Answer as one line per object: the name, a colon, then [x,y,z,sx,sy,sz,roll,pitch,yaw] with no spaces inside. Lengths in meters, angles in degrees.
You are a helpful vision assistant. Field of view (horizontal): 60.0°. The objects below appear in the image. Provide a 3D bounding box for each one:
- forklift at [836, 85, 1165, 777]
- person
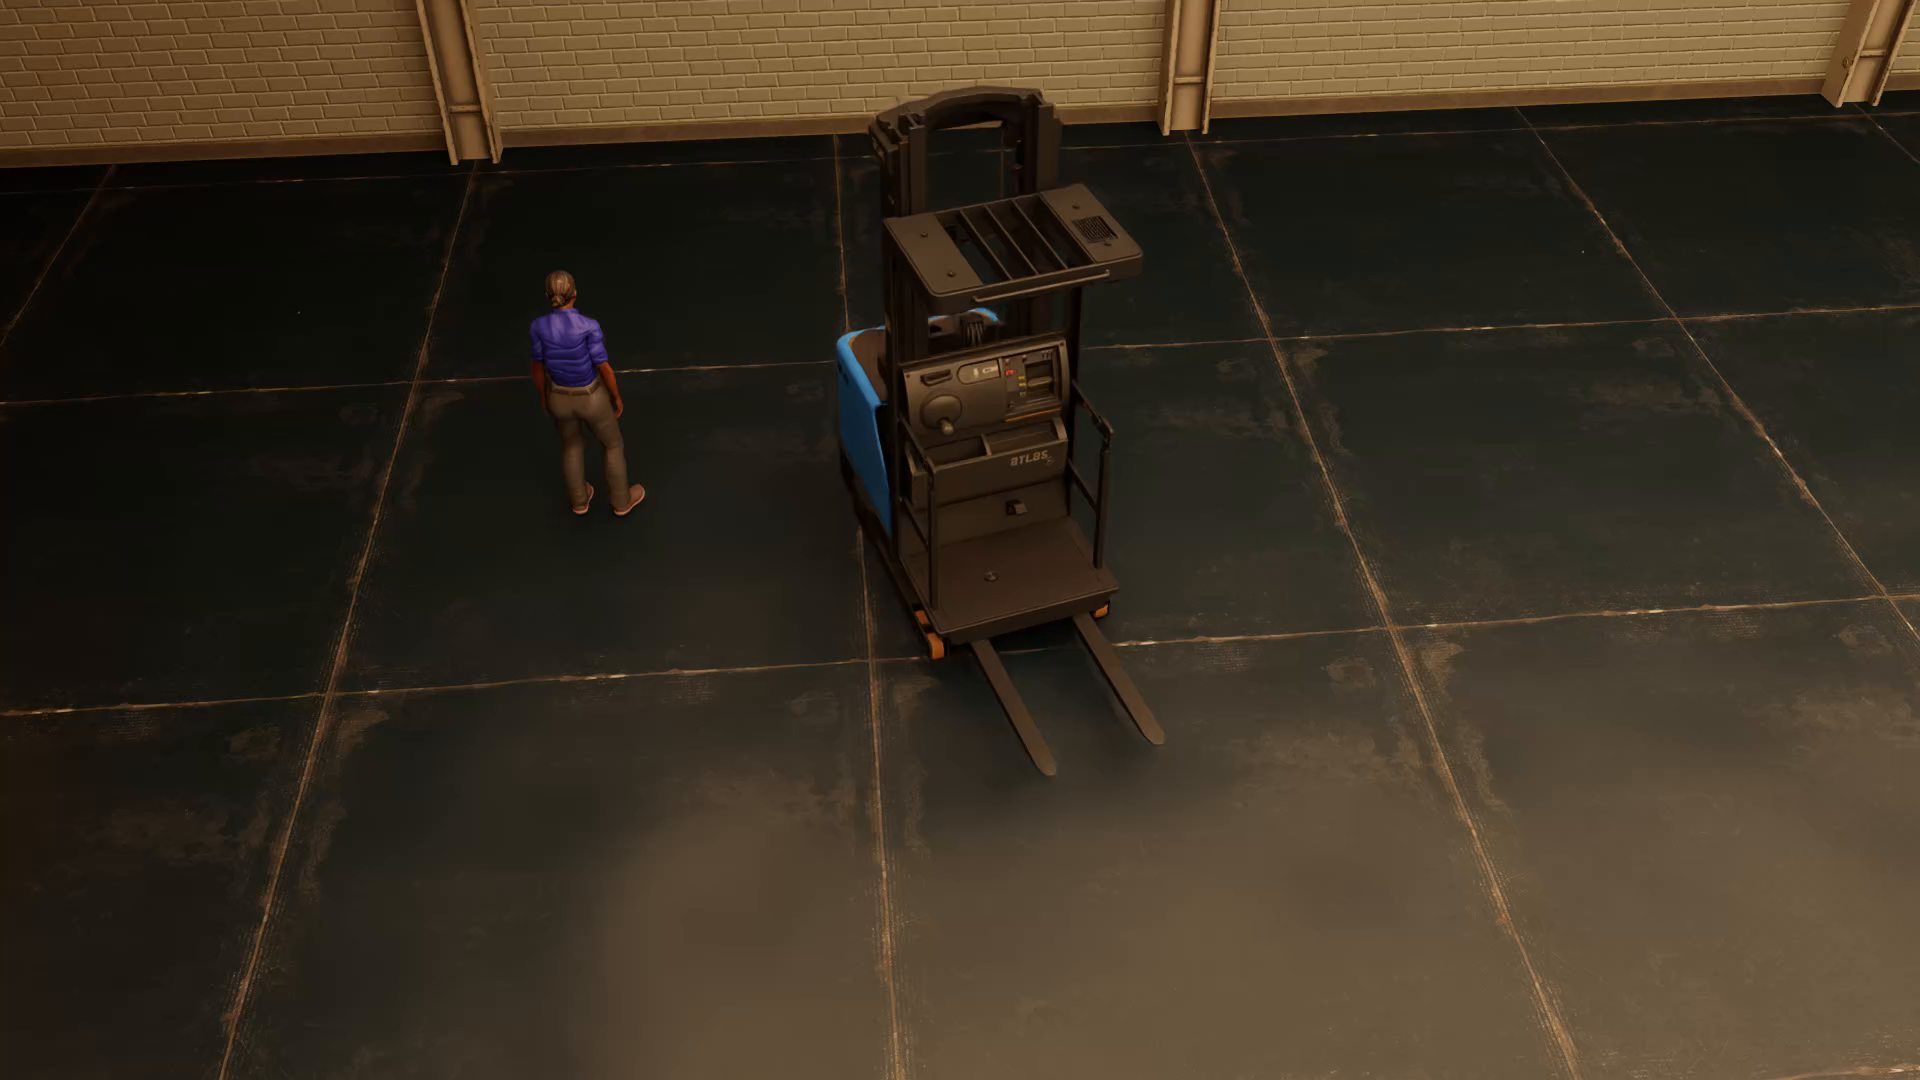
forklift: [0.225,-0.742,8.806,1.130,2.935,3.031,-14,42,-15]
person: [-2.256,-0.849,9.916,0.513,1.653,0.350,3,41,4]
